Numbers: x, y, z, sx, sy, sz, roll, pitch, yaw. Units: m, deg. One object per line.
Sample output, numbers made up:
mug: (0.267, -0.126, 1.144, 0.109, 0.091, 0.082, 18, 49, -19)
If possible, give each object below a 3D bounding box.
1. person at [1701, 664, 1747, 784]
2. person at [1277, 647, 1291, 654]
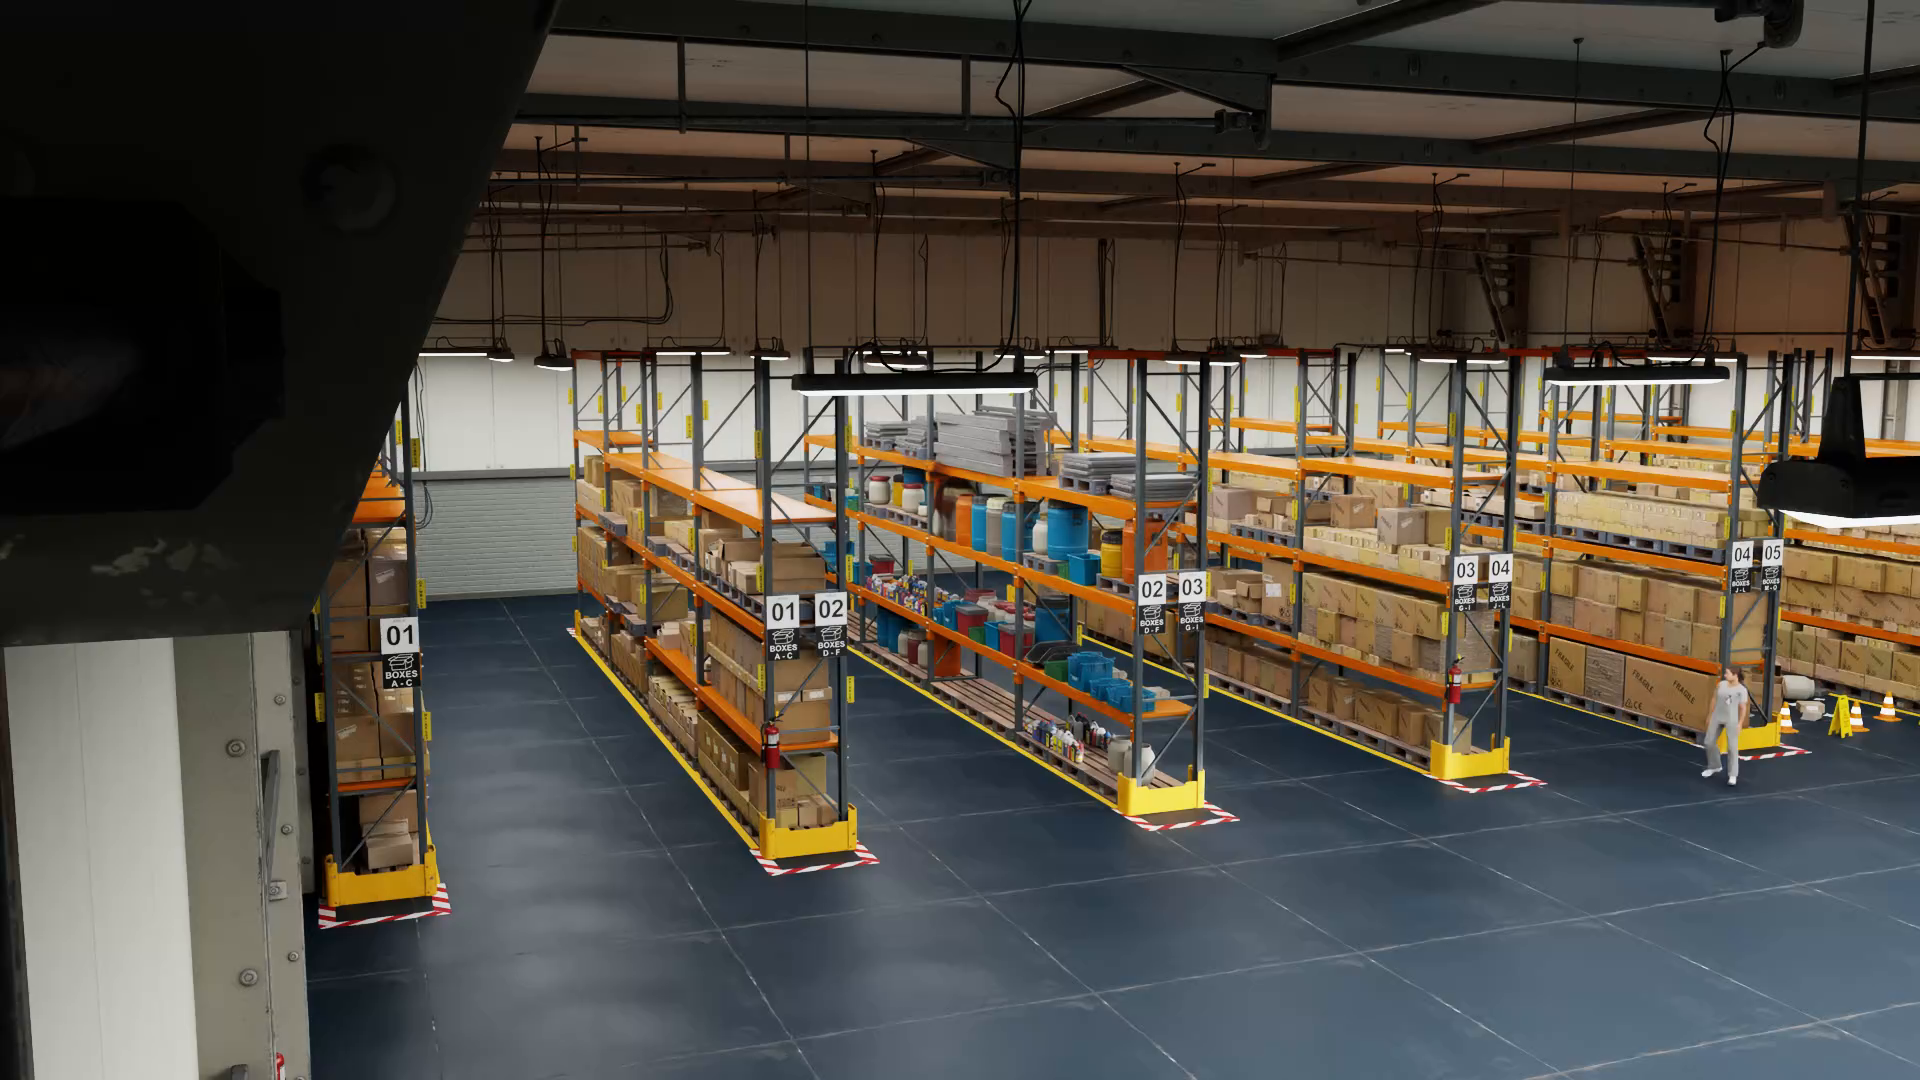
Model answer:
person: (10.826, 2.582, 23.555, 0.567, 1.699, 0.422, 6, 10, 42)
person: (6.615, 1.391, 32.907, 0.515, 1.726, 0.545, -1, 7, -10)
